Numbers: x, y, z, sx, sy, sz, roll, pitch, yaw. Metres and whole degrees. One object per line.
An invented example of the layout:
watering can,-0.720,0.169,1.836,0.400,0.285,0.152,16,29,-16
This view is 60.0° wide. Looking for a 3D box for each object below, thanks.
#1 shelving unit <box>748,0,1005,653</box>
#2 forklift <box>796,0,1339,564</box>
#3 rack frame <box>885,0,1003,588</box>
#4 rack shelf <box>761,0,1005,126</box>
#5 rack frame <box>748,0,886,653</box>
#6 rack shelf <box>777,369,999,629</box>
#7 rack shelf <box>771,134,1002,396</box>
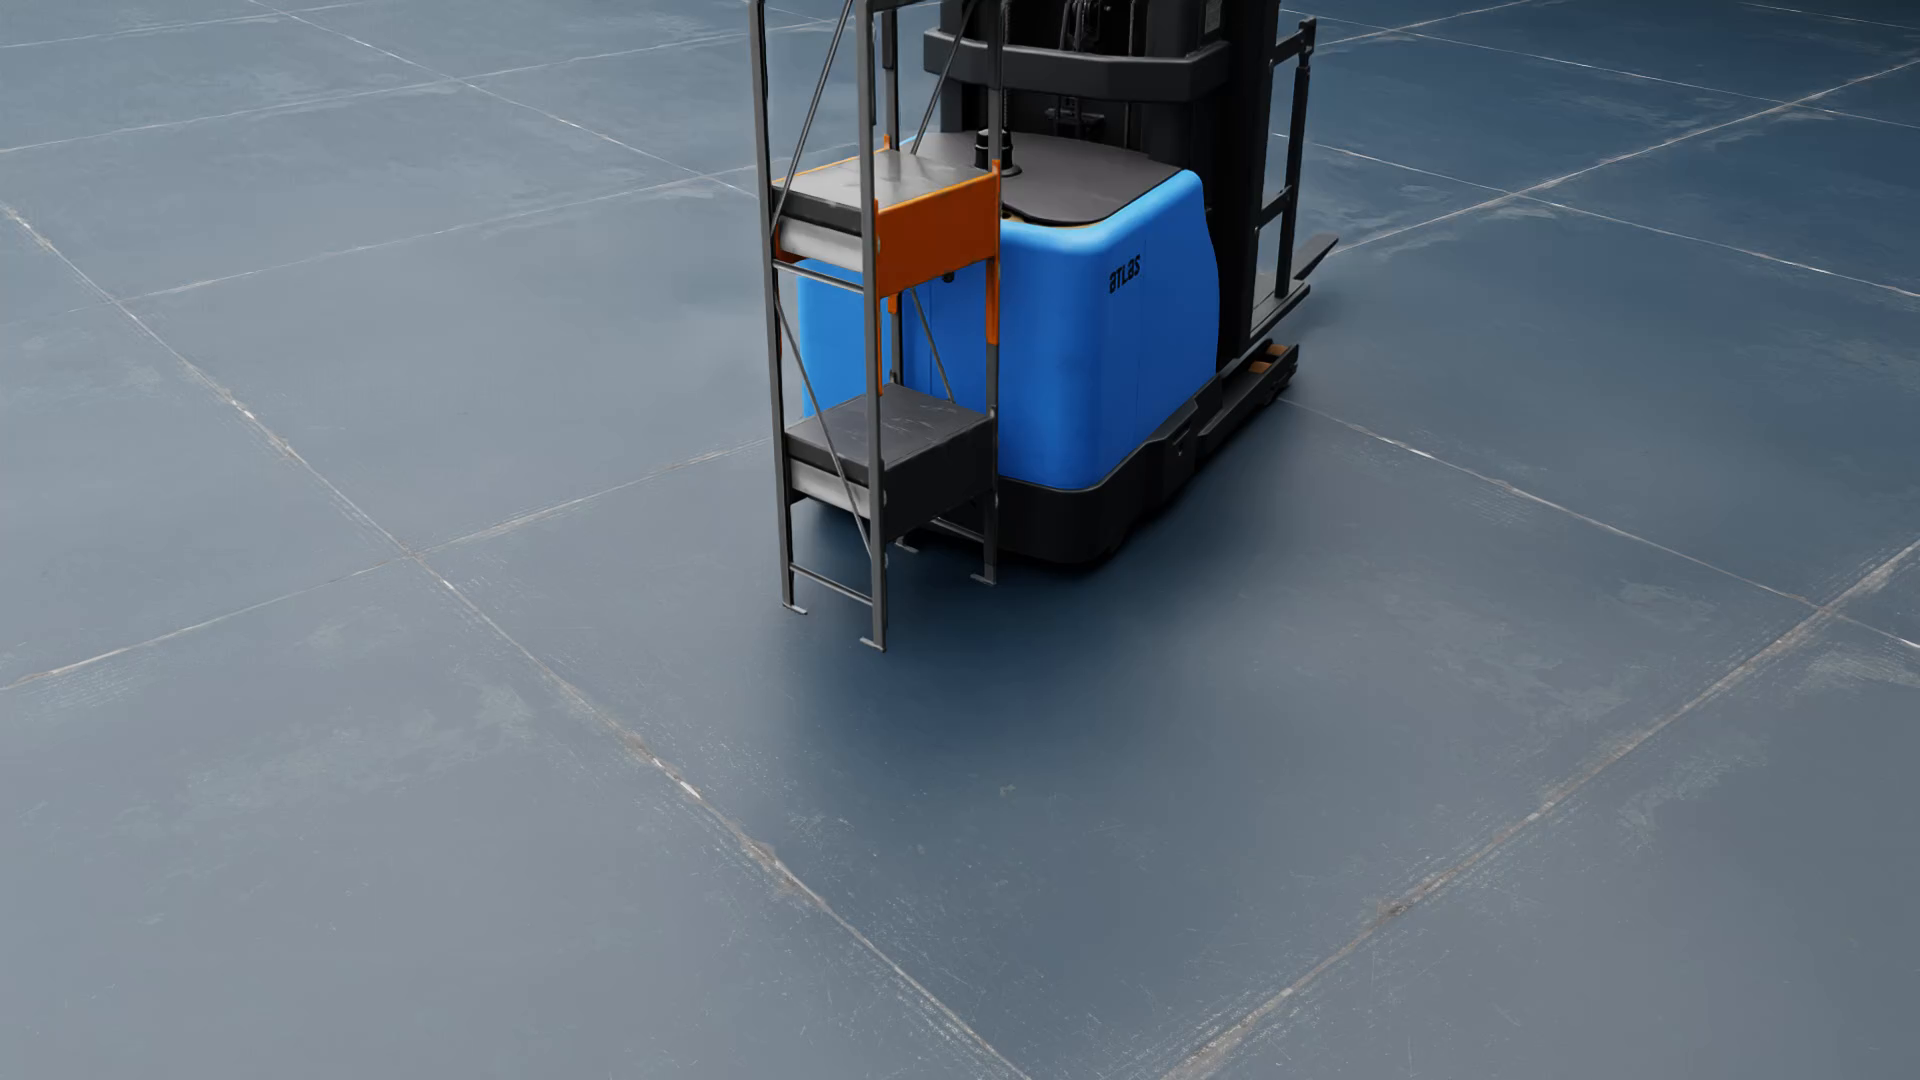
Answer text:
shelving unit,-0.205,-0.760,4.444,0.431,2.100,0.503,22,35,35
forklift,0.635,-1.884,5.665,1.130,2.935,3.031,14,31,25
rack frame,-0.047,-0.847,4.607,0.400,2.100,0.015,22,35,35
rack shelf,-0.205,-1.365,4.120,0.431,0.518,0.480,22,35,35
rack frame,-0.364,-0.672,4.280,0.400,2.100,0.015,22,35,35
rack shelf,-0.205,-0.130,4.780,0.431,0.518,0.480,22,35,35
rack shelf,-0.205,-0.748,4.450,0.431,0.518,0.480,22,35,35
